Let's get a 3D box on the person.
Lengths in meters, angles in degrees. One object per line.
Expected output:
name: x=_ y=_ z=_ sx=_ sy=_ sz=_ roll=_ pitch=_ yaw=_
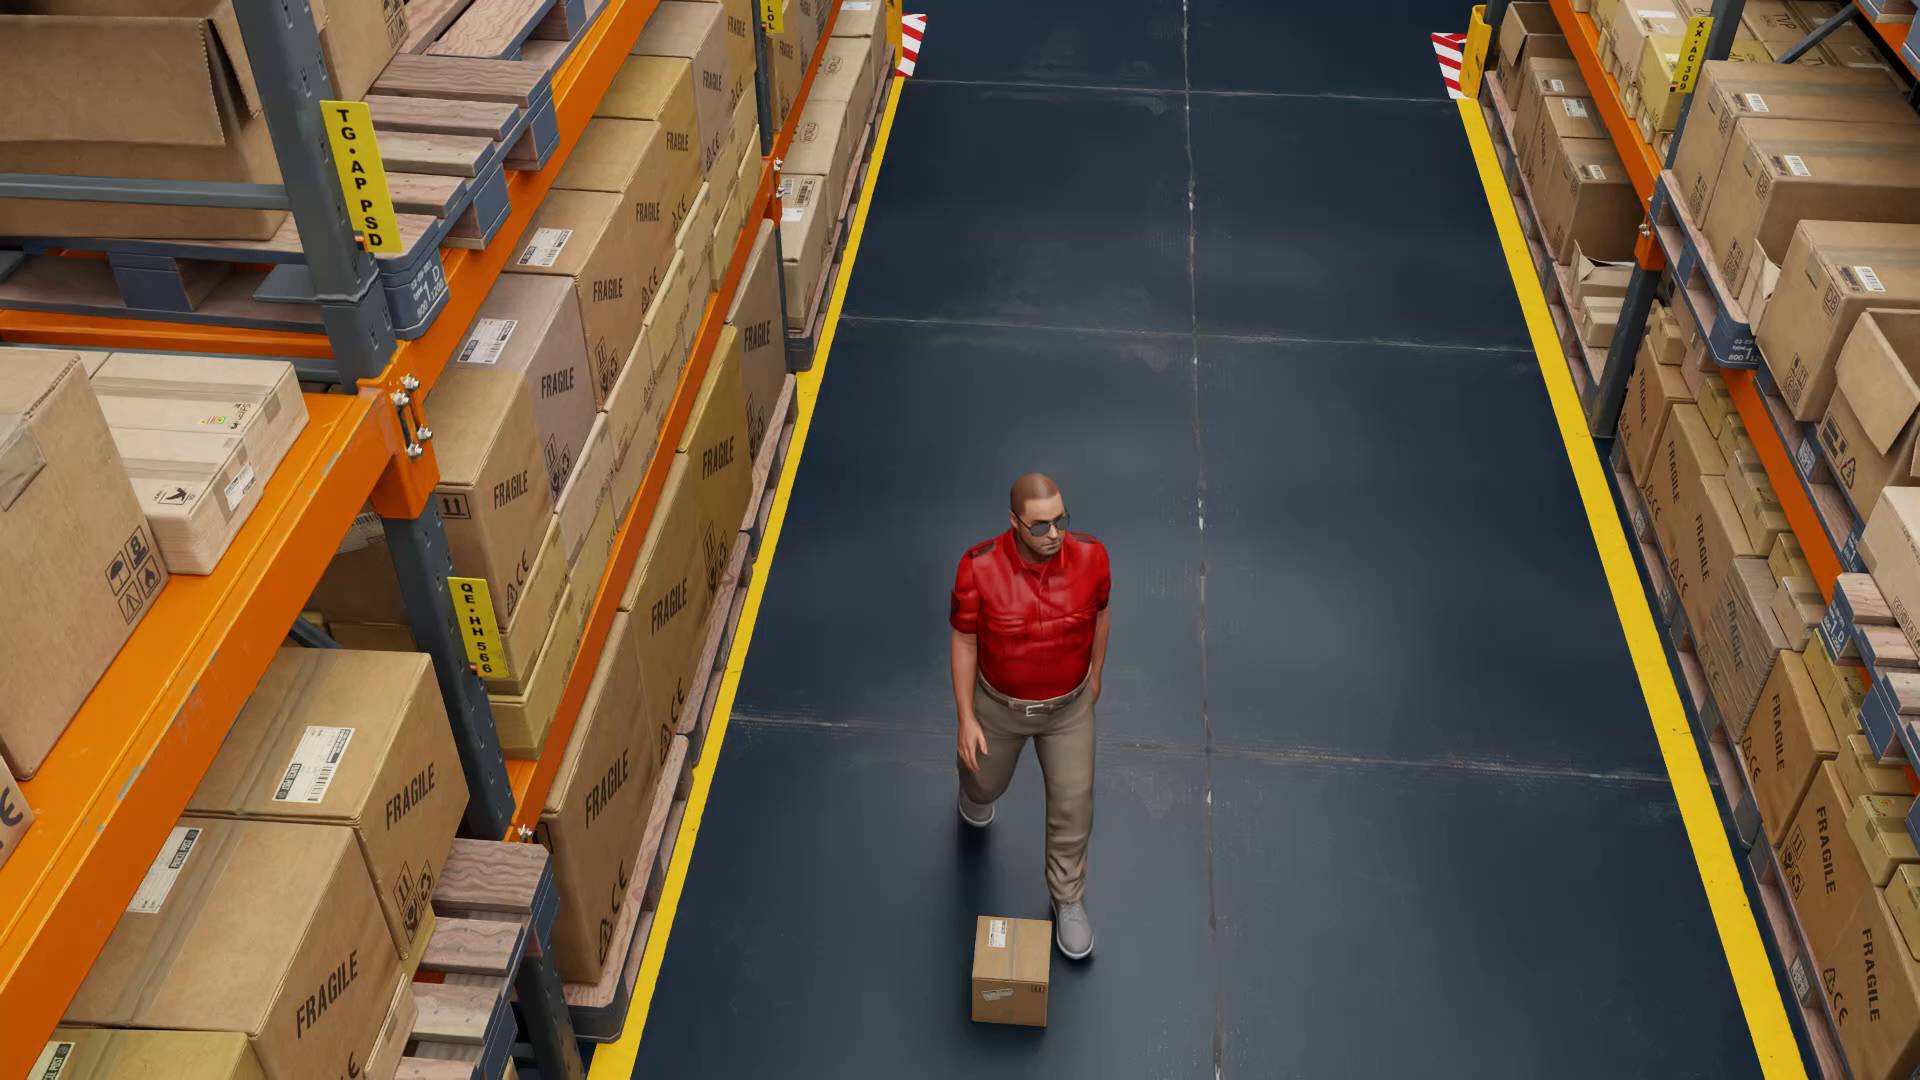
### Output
person: x=0.244 y=0.537 z=5.521 sx=0.549 sy=1.689 sz=0.894 roll=-5 pitch=40 yaw=-6
